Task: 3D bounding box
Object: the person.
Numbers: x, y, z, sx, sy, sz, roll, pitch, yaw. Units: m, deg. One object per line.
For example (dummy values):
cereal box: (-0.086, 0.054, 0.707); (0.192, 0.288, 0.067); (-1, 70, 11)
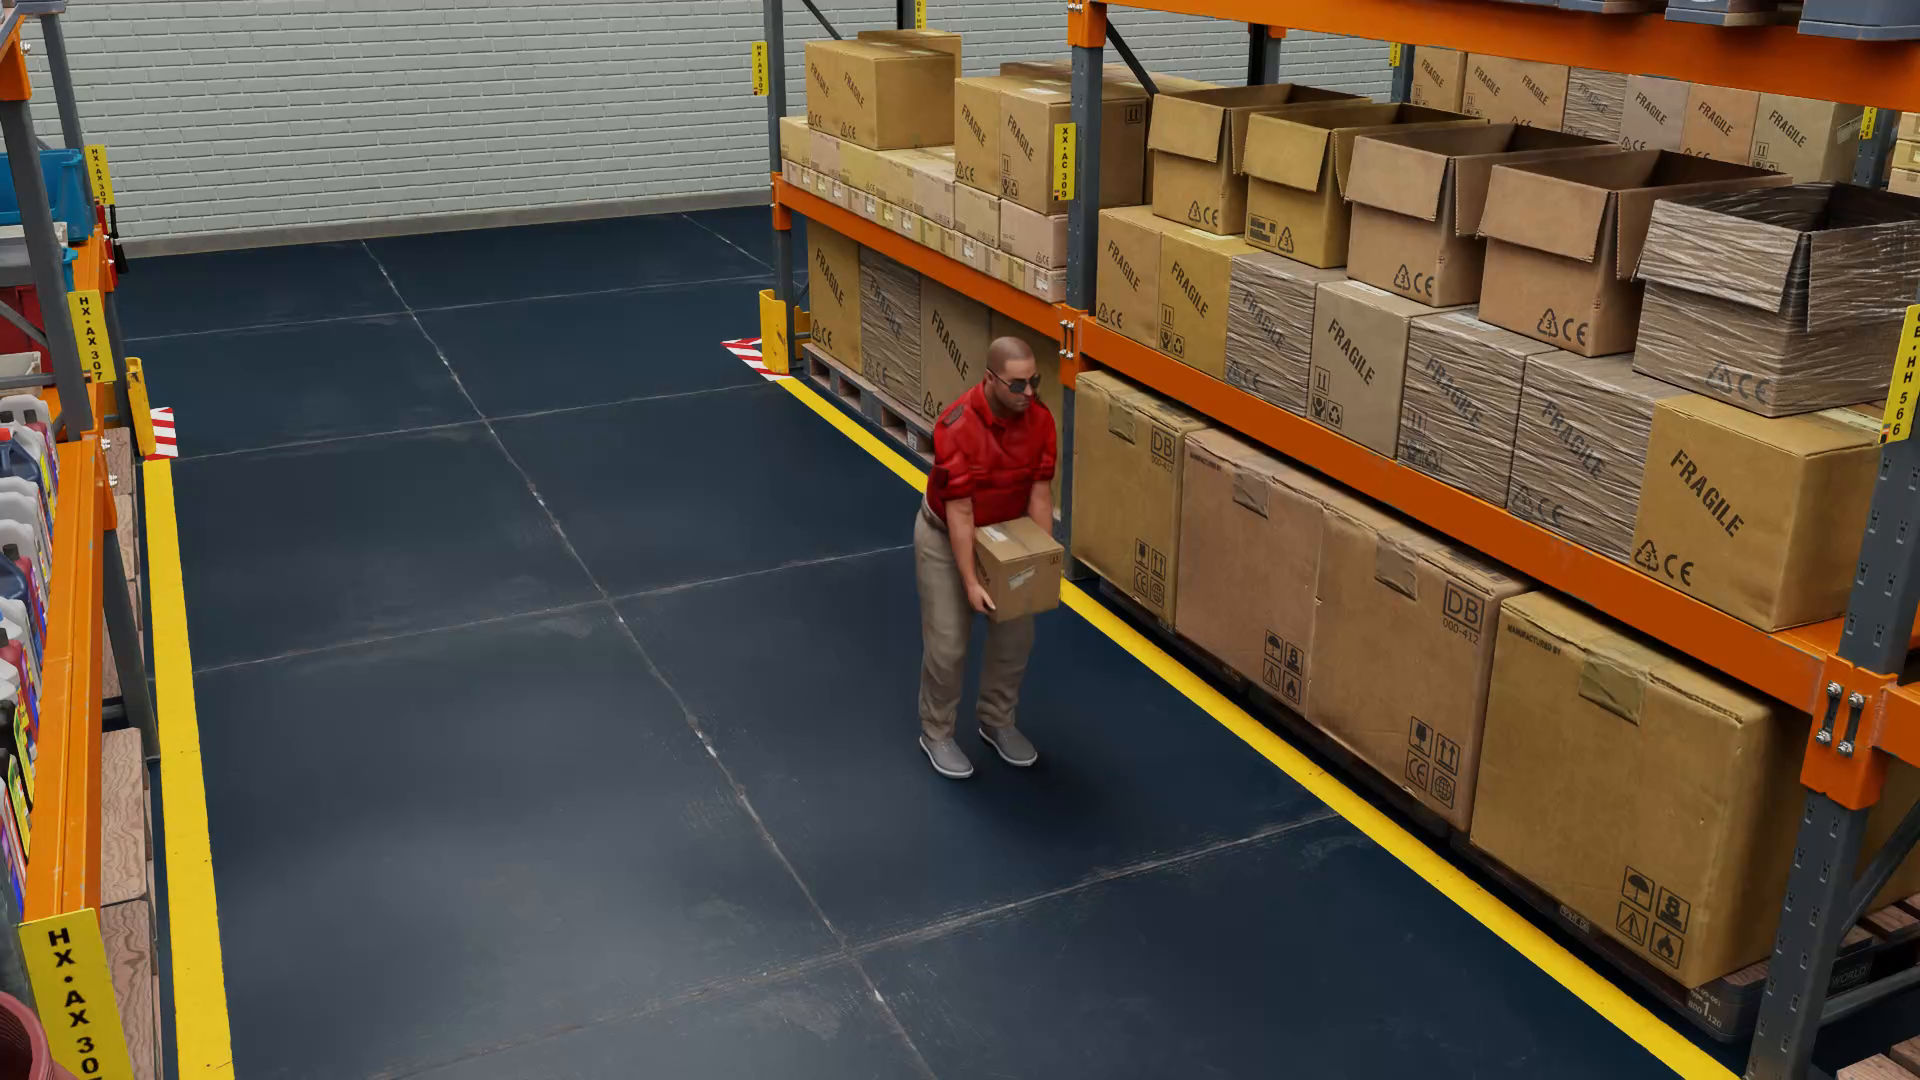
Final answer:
person: (0.108, 0.057, 6.040); (0.477, 1.685, 0.585); (-12, 25, -26)
